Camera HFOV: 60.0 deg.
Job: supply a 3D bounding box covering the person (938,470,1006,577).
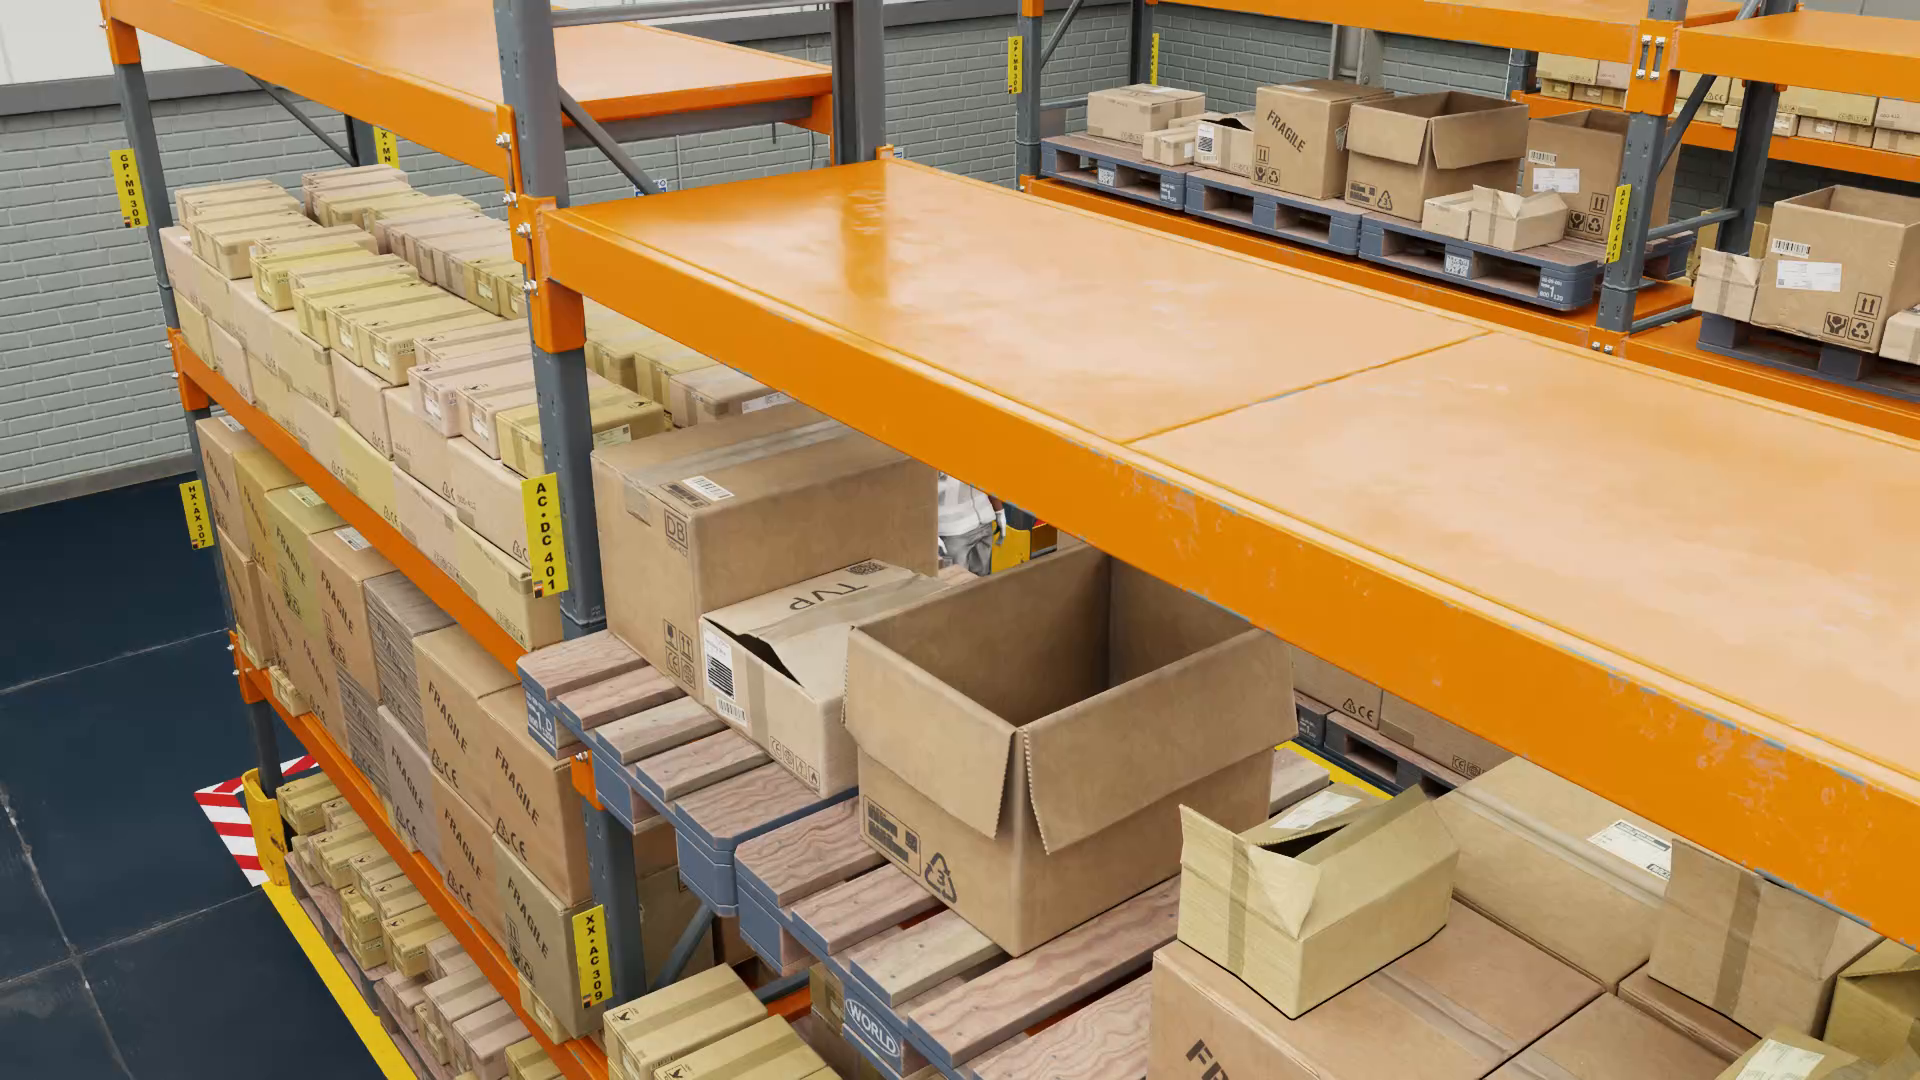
[{"bbox_3d":[0.067,-0.044,9.987,0.575,1.784,0.657,22,33,40],"label":"person"}]
